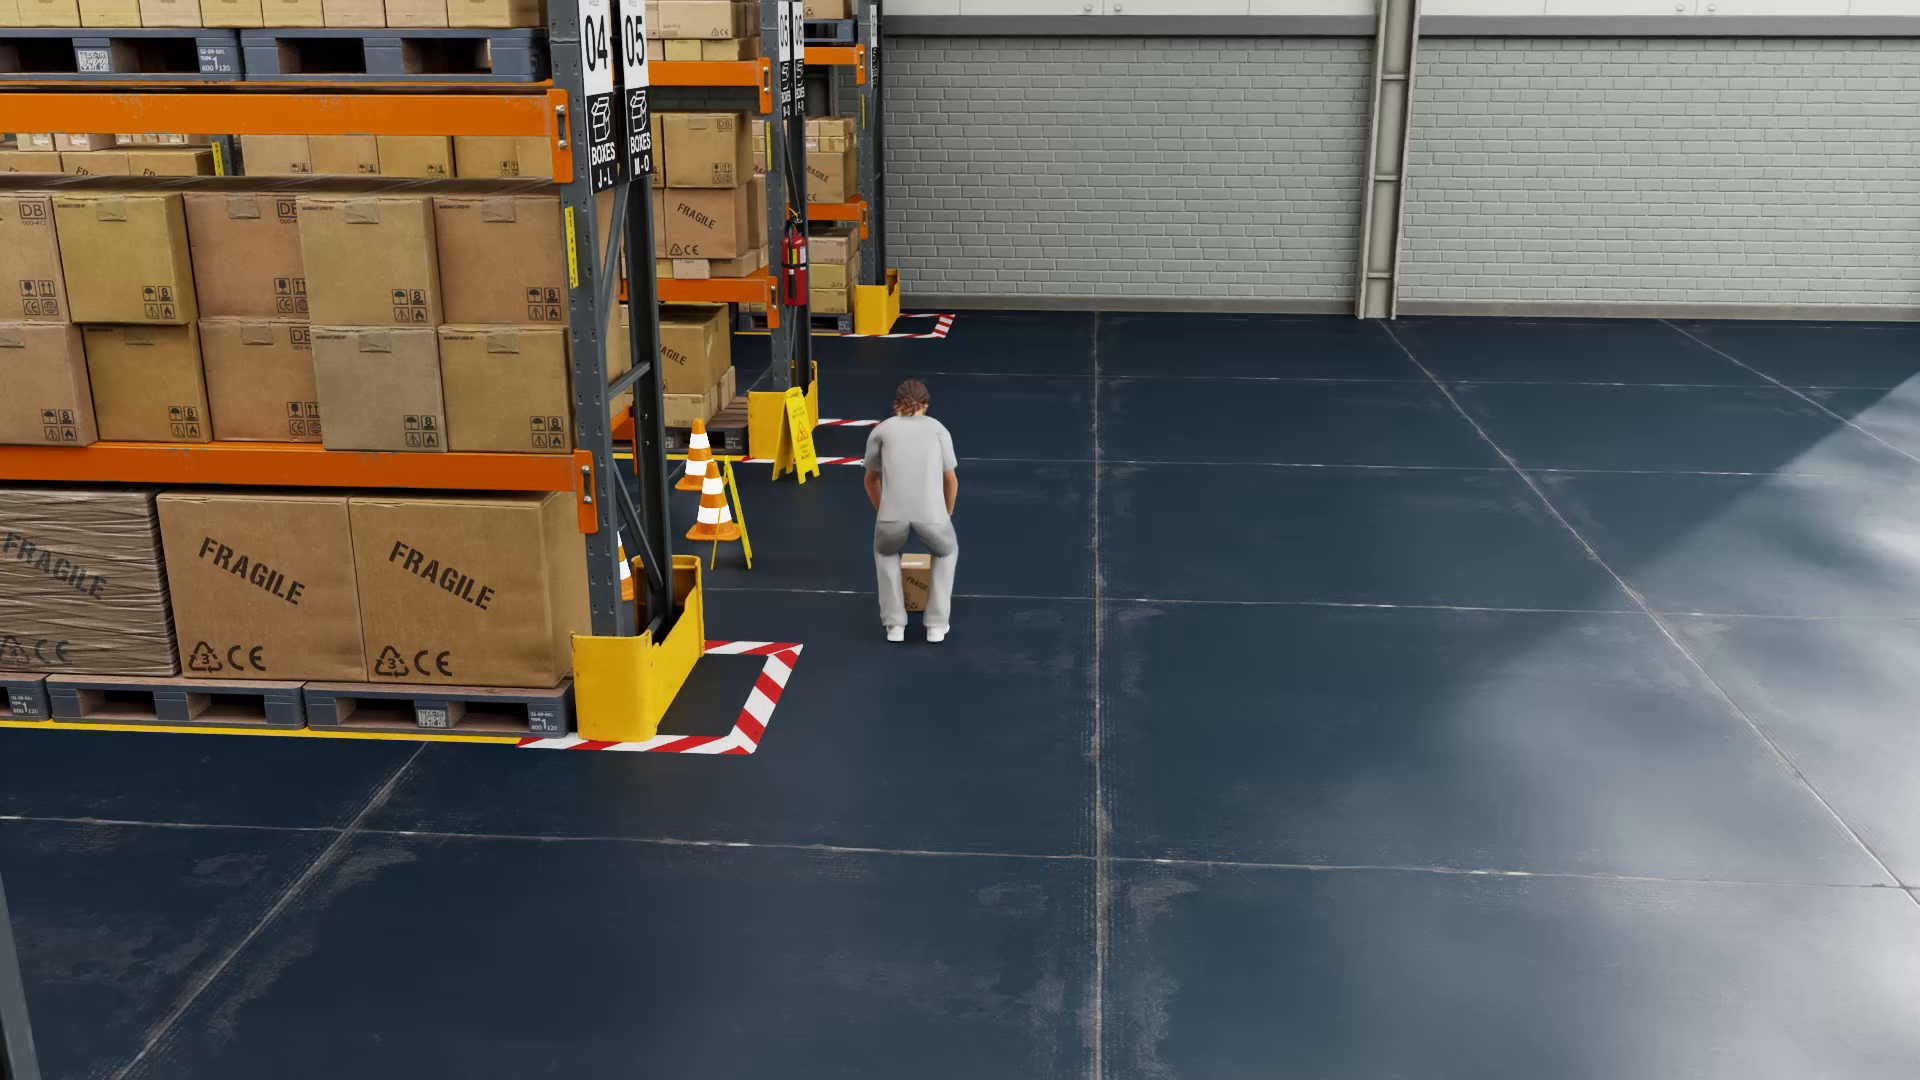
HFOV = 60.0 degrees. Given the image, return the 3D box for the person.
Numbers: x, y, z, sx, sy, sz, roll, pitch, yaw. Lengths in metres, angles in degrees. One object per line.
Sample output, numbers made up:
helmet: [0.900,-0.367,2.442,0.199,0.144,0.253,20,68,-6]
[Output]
person: [-0.263,-0.144,8.629,0.492,1.304,0.683,1,18,4]
